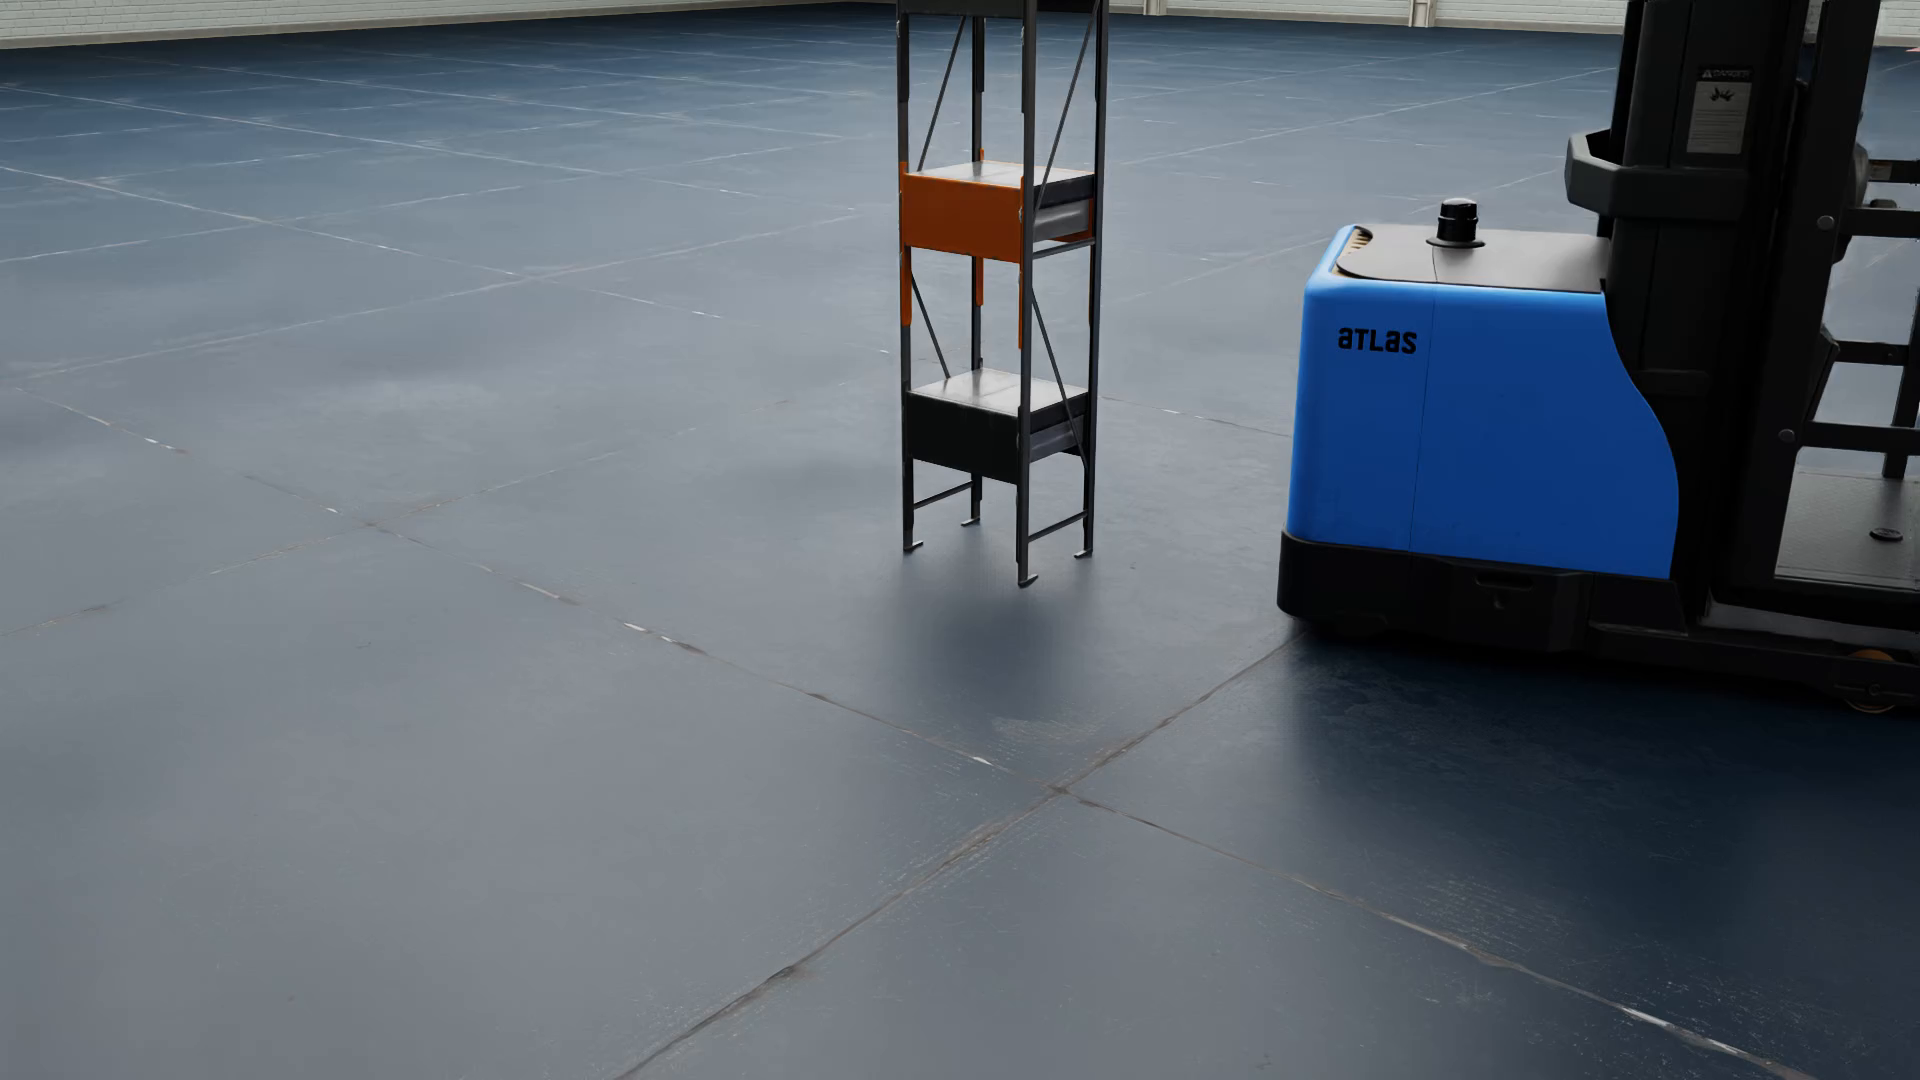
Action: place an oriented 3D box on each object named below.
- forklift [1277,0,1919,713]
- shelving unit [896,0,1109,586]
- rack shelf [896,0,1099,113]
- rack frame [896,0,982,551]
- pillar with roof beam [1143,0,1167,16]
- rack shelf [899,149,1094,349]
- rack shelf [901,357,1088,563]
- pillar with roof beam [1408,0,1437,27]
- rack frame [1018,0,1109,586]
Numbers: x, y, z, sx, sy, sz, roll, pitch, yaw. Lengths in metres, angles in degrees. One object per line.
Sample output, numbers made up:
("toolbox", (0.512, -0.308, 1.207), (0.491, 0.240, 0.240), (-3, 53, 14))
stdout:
("forklift", (2.528, -1.094, 4.471), (3.031, 2.935, 1.130), (6, 22, 17))
("shelving unit", (0.128, -0.946, 5.256), (0.503, 2.100, 0.431), (16, 26, 36))
("rack shelf", (0.128, -1.588, 5.013), (0.480, 0.518, 0.431), (16, 26, 36))
("rack frame", (-0.061, -1.000, 5.400), (0.015, 2.100, 0.400), (16, 26, 36))
("pillar with roof beam", (1.404, -14.137, 30.460), (0.400, 9.000, 9.100), (16, 26, 36))
("rack shelf", (0.128, -0.933, 5.260), (0.480, 0.518, 0.431), (16, 26, 36))
("rack shelf", (0.128, -0.278, 5.507), (0.480, 0.518, 0.431), (16, 26, 36))
("pillar with roof beam", (6.053, -12.799, 26.910), (0.400, 9.000, 9.100), (16, 26, 36))
("rack frame", (0.317, -0.891, 5.111), (0.015, 2.100, 0.400), (16, 26, 36))
